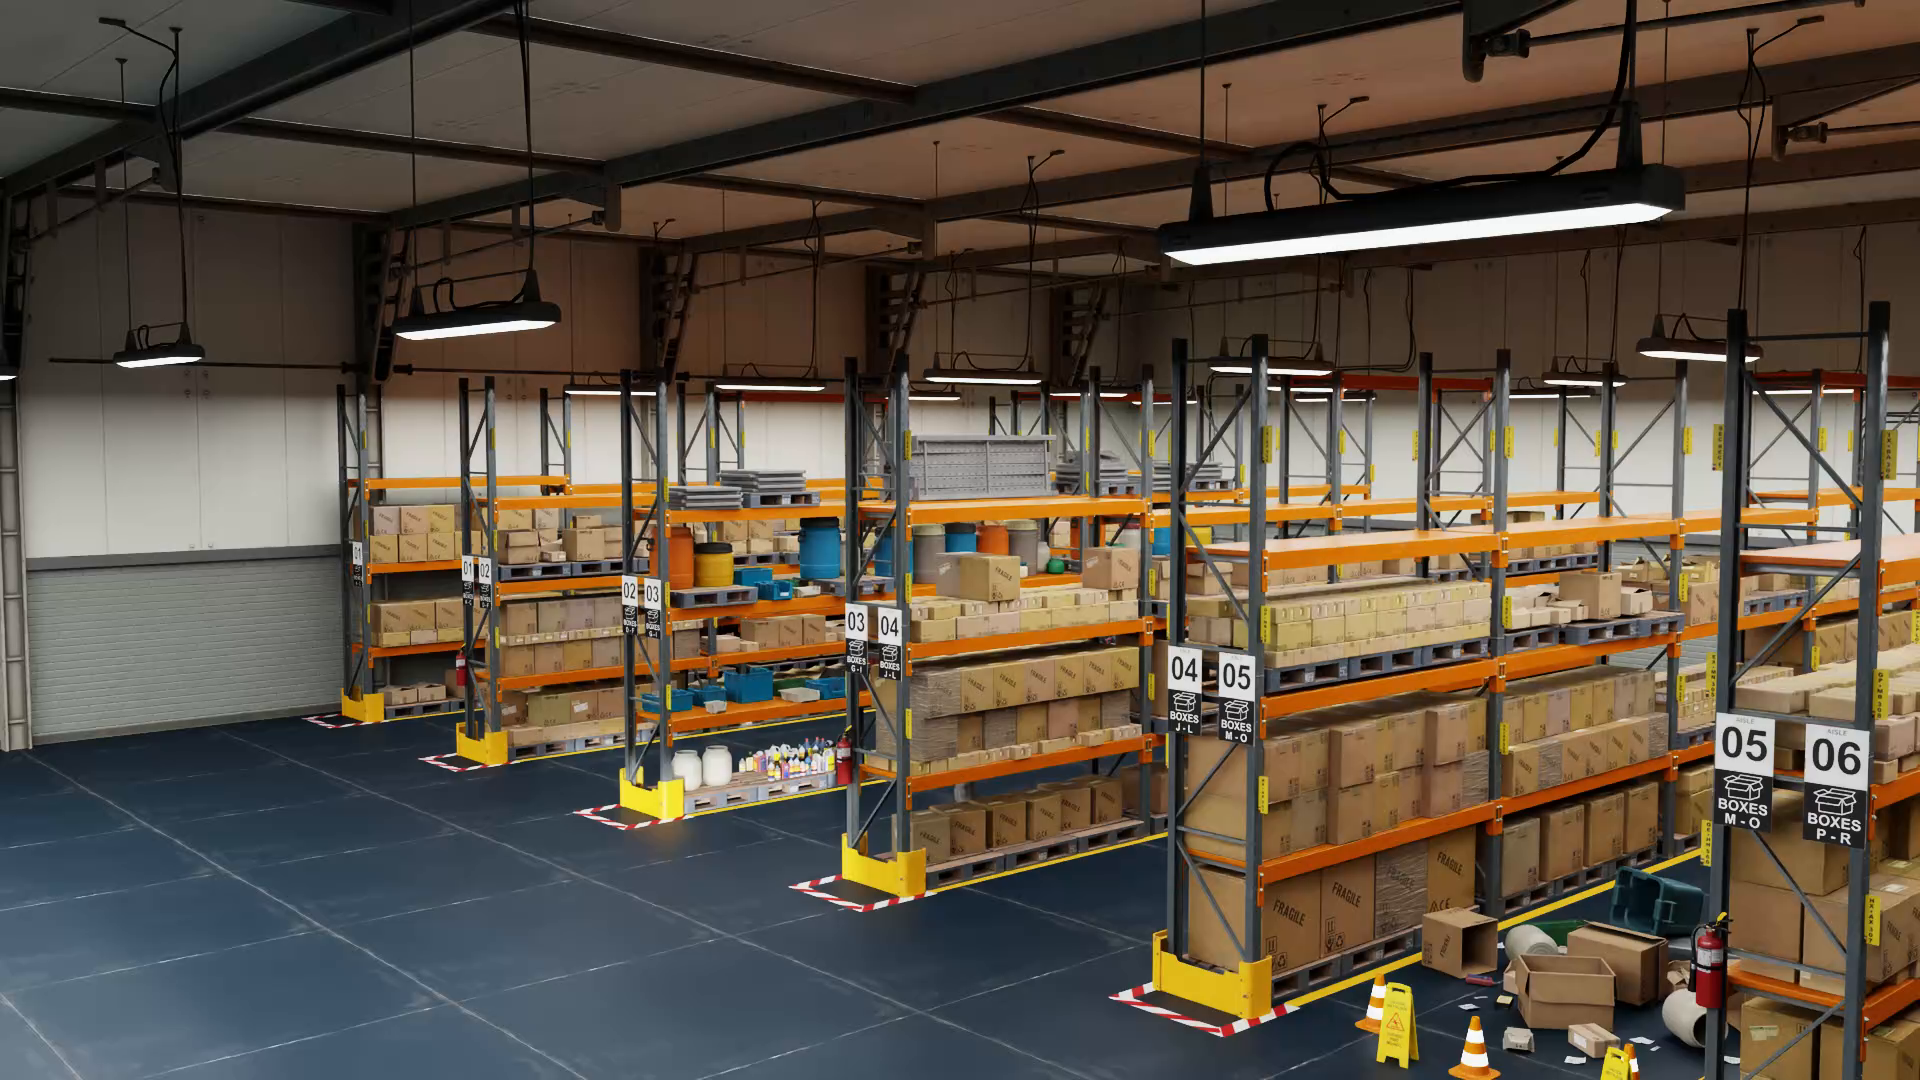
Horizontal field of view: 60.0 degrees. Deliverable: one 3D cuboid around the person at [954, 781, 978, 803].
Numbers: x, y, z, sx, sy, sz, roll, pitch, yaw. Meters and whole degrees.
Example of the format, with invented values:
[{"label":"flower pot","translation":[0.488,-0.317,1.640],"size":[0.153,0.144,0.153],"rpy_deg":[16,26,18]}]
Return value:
[{"label":"person","translation":[0.051,2.841,21.886],"size":[0.414,1.773,0.590],"rpy_deg":[2,4,30]}]
